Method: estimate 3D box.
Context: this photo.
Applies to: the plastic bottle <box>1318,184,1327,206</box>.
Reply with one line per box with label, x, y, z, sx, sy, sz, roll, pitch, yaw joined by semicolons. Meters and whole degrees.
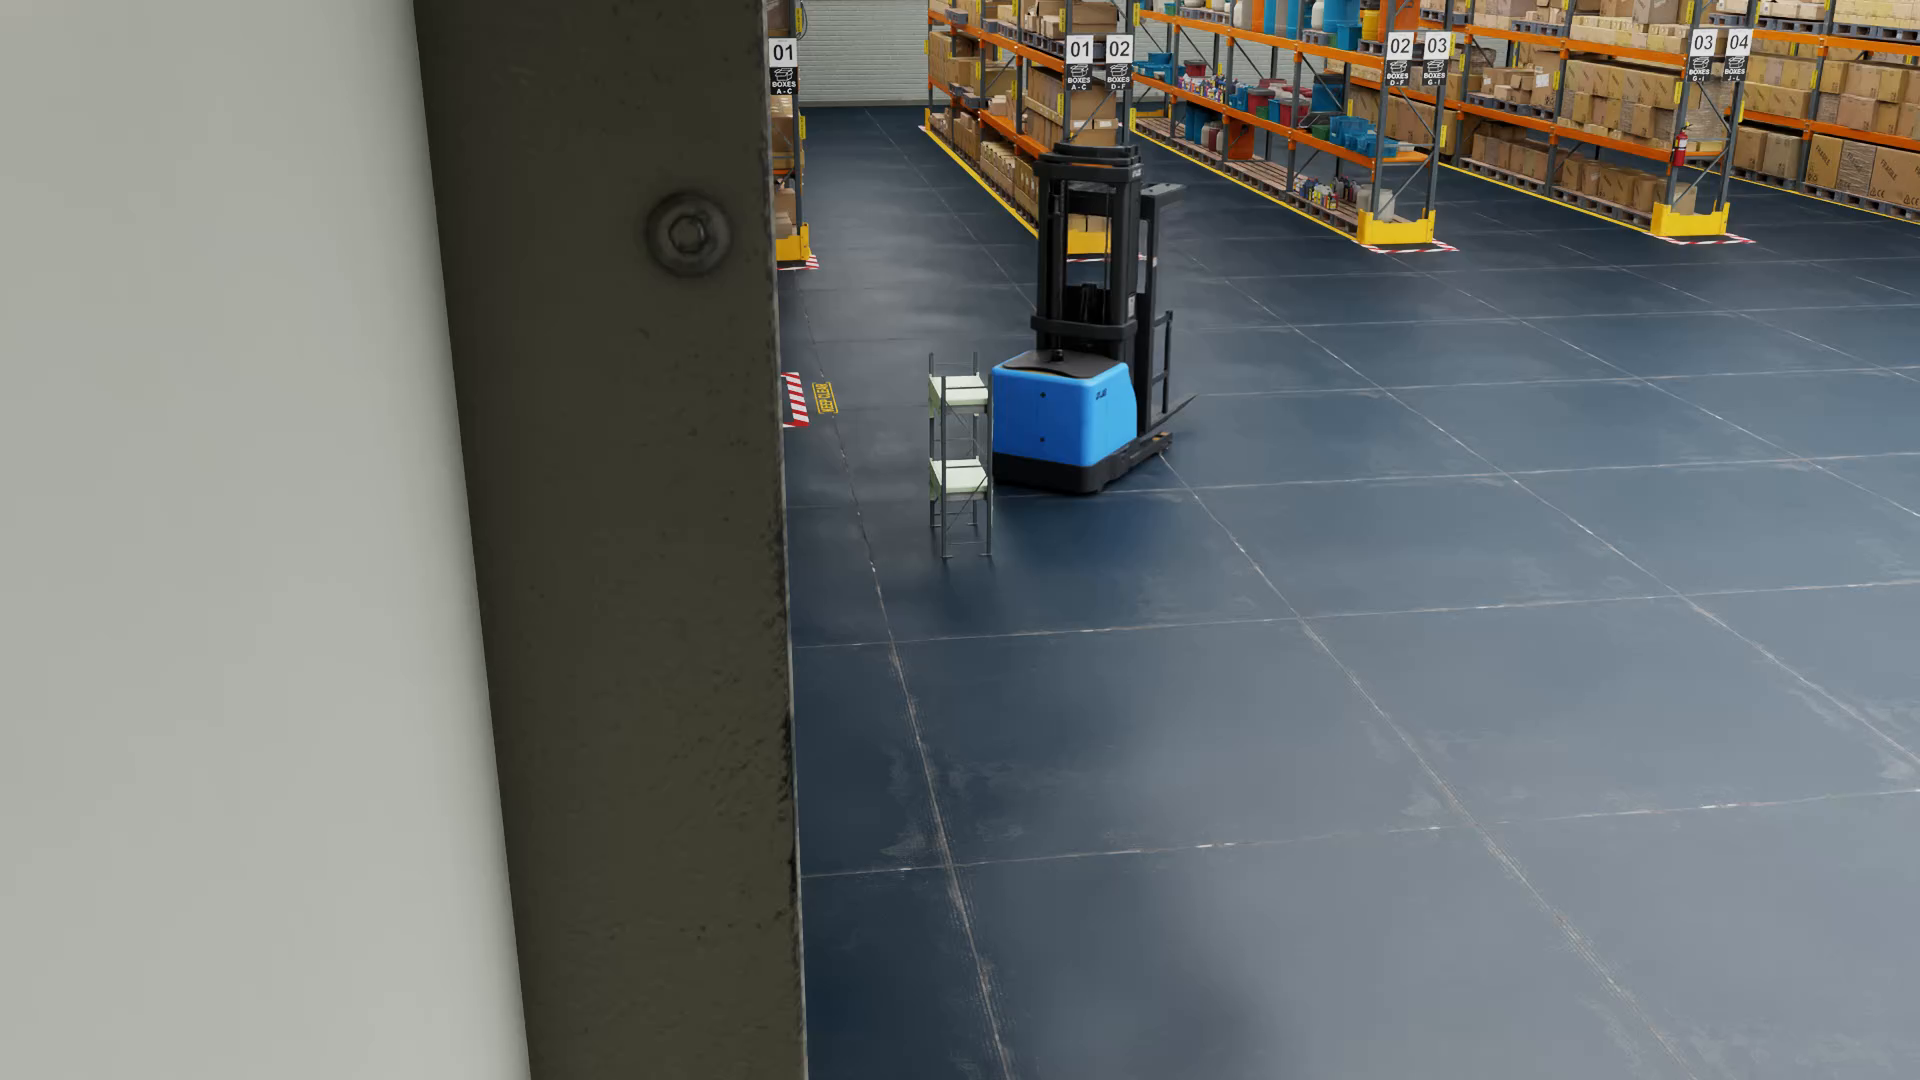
plastic bottle;6.194;-5.890;28.355;0.144;0.351;0.185;-2;21;-6

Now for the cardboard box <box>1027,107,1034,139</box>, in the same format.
cardboard box;1.541;-7.147;28.421;0.700;0.500;0.500;-3;21;-9

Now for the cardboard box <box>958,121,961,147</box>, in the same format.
cardboard box;0.234;-8.694;35.651;0.500;0.500;0.500;-3;21;-7

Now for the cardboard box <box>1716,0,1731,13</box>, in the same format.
cardboard box;15.801;-11.015;34.490;0.500;0.500;0.500;-3;21;-8

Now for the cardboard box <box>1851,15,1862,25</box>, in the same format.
cardboard box;15.987;-9.179;29.333;0.380;0.149;0.250;-3;21;-8

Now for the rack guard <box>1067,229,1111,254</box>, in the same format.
rack guard;2.051;-4.689;25.556;1.175;0.500;0.348;-3;21;-8

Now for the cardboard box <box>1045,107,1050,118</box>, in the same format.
cardboard box;1.578;-6.879;26.776;0.380;0.149;0.250;-3;21;-8

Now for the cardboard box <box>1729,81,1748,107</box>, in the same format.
cardboard box;15.566;-8.879;33.059;0.500;0.500;0.500;-3;21;-8

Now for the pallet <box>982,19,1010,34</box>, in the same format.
pallet;1.080;-9.724;31.448;1.213;0.211;1.003;-2;21;-5

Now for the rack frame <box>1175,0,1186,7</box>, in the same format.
rack frame;5.220;-13.082;35.881;1.000;3.000;0.127;-3;21;-8

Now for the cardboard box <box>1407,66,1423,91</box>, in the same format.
cardboard box;10.085;-10.049;36.192;0.500;0.500;0.500;-3;21;-9

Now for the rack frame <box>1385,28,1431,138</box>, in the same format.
rack frame;10.121;-10.521;37.599;1.000;3.000;0.127;-3;21;-8

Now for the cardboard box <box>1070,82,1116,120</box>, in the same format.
cardboard box;1.985;-6.704;25.380;0.700;0.500;0.500;-3;21;-8

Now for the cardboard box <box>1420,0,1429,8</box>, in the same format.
cardboard box;10.190;-11.697;35.988;0.500;0.311;0.500;-4;21;-10

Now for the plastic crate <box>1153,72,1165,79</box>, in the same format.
plastic crate;4.671;-10.764;38.540;0.293;0.136;0.466;-3;21;-8

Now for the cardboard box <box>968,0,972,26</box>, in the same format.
cardboard box;0.649;-10.596;33.369;0.910;0.500;0.500;-3;21;-8

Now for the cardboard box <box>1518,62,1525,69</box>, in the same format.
cardboard box;14.189;-11.875;41.583;0.380;0.149;0.250;-3;21;-8

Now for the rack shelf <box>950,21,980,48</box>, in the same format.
rack shelf;0.606;-10.399;34.012;1.077;0.370;4.000;-3;21;-8

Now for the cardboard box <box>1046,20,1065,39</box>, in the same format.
cardboard box;1.620;-7.851;25.576;0.500;0.250;0.500;-3;21;-8

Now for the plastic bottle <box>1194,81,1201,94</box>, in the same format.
plastic bottle;5.076;-9.633;35.398;0.152;0.276;0.135;-3;21;-8

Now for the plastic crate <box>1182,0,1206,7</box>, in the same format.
plastic crate;5.312;-12.060;37.617;0.497;0.269;0.590;-3;21;-8

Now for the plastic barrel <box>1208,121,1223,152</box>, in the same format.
plastic barrel;5.546;-8.513;35.069;0.600;0.588;0.708;-3;21;-8

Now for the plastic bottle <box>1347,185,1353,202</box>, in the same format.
plastic bottle;6.739;-5.987;28.711;0.061;0.283;0.133;-3;21;-8

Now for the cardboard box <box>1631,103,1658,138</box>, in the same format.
cardboard box;11.608;-6.912;27.367;0.875;0.500;0.500;-3;21;-8

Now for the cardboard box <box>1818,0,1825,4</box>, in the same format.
cardboard box;19.768;-12.350;37.466;0.500;0.500;0.500;-3;21;-9

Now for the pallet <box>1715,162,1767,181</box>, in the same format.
pallet;15.832;-7.347;33.086;1.003;0.211;1.213;-3;21;-8

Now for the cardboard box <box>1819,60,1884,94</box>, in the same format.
cardboard box;16.216;-8.413;30.198;0.875;0.550;0.550;-3;21;-8

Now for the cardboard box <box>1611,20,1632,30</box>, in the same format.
cardboard box;11.241;-8.696;28.068;0.380;0.149;0.250;-3;21;-9

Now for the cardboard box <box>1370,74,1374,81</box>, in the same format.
cardboard box;9.679;-10.671;38.358;0.380;0.149;0.250;-3;21;-9

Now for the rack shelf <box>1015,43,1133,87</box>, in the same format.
rack shelf;1.759;-7.629;26.596;1.077;0.370;4.000;-3;21;-8

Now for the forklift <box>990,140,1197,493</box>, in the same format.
forklift;1.406;-2.259;15.577;1.130;2.935;3.031;11;23;27

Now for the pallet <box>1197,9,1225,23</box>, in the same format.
pallet;5.596;-10.929;34.674;1.003;0.211;1.213;-3;21;-8

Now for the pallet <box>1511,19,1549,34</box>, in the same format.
pallet;11.138;-9.647;31.239;1.213;0.211;1.003;-3;21;-8

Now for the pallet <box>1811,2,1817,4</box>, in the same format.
pallet;19.820;-12.669;39.188;1.003;0.211;1.213;-3;21;-8

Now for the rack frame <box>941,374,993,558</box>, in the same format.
rack frame;0.054;-0.574;13.108;0.400;1.500;0.023;-3;21;-8

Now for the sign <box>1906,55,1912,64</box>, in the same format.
sign;19.955;-10.150;34.949;0.100;0.325;0.005;-3;21;-8

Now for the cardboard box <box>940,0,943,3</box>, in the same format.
cardboard box;-0.160;-12.093;37.021;0.500;0.250;0.500;-3;21;-8

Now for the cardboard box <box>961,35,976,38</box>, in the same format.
cardboard box;0.304;-11.251;37.981;0.500;0.500;0.500;-2;21;-6

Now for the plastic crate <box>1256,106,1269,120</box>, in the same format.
plastic crate;5.843;-7.991;31.128;0.450;0.188;0.662;-3;21;-8

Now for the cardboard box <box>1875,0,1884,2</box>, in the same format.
cardboard box;16.062;-9.375;28.720;0.380;0.149;0.250;-3;21;-7

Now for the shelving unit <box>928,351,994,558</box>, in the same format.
shelving unit;0.001;-0.700;13.448;0.431;1.500;0.755;-3;21;-8

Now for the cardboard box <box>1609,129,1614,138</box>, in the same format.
cardboard box;11.318;-6.941;28.373;0.380;0.149;0.250;-3;21;-8

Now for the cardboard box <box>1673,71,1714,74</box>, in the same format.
cardboard box;11.976;-7.399;27.242;0.500;0.500;0.500;-3;21;-8

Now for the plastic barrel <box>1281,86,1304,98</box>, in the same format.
plastic barrel;6.284;-8.312;31.488;0.433;0.535;0.433;0;20;0

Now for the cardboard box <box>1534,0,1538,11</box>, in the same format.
cardboard box;11.155;-10.321;31.918;0.500;0.500;0.500;-3;21;-7

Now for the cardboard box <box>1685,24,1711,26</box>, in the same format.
cardboard box;11.971;-8.269;26.926;0.380;0.149;0.250;-2;21;-6

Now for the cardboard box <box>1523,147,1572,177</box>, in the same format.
cardboard box;11.157;-7.166;31.560;0.700;0.500;0.500;-3;21;-8

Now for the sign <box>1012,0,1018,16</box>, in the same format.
sign;0.935;-9.017;28.096;0.100;0.325;0.005;-3;21;-8

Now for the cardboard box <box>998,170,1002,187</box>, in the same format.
cardboard box;0.979;-6.643;30.545;0.500;0.250;0.500;-2;21;-7

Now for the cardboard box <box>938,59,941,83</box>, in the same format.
cardboard box;-0.237;-10.763;38.102;0.500;0.500;0.500;-3;21;-7

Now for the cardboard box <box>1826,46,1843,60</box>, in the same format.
cardboard box;19.877;-11.021;37.365;0.500;0.500;0.500;-3;21;-9
